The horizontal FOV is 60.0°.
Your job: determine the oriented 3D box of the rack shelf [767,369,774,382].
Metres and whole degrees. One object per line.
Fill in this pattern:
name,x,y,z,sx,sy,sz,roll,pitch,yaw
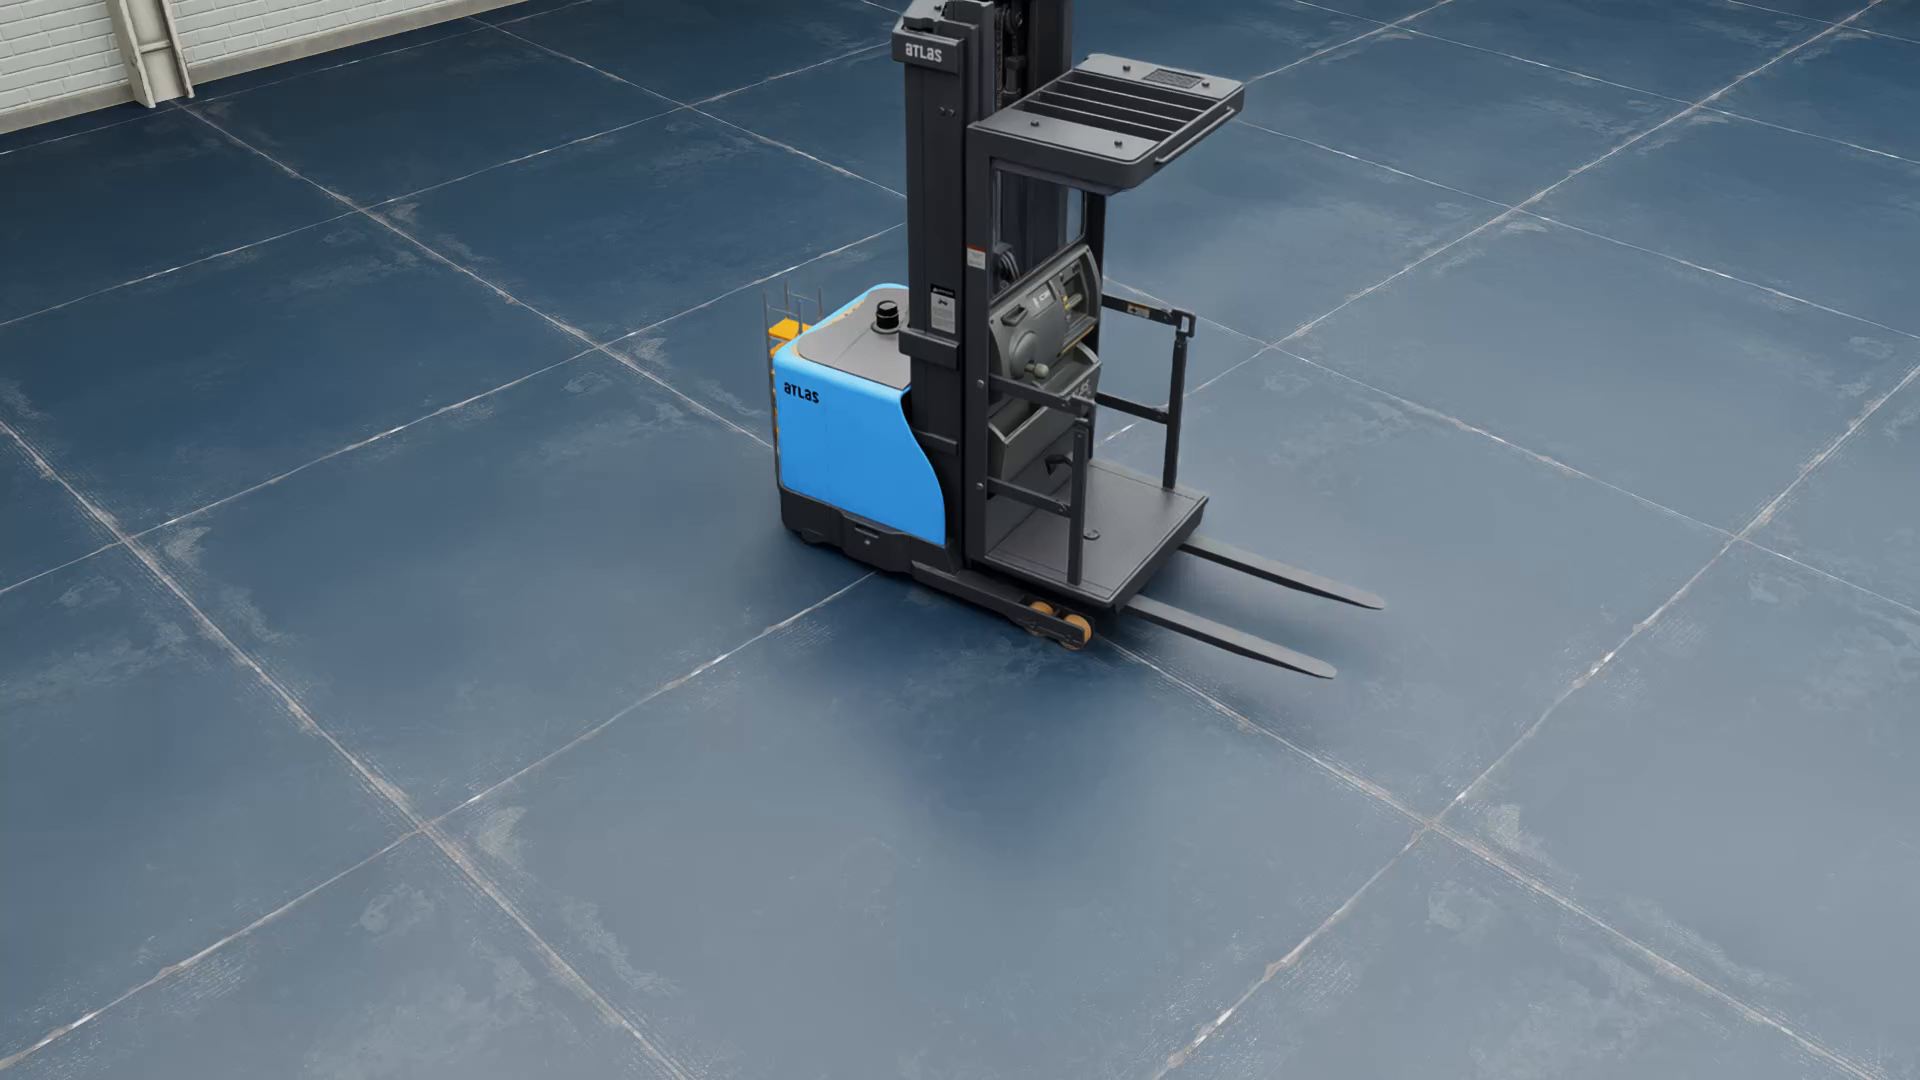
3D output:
rack shelf,-0.858,-0.853,8.782,0.258,0.103,0.180,19,39,25

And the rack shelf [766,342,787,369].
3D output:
rack shelf,-0.858,-0.951,8.714,0.258,0.103,0.180,19,39,25

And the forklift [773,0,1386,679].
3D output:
forklift,0.578,-1.024,7.647,3.031,2.935,1.130,20,40,26

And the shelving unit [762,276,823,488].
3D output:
shelving unit,-0.858,-0.791,8.826,0.258,1.200,0.189,19,39,25

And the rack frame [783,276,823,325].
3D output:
rack frame,-0.810,-0.836,8.890,0.240,1.200,0.006,19,39,25

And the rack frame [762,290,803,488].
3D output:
rack frame,-0.905,-0.746,8.761,0.240,1.200,0.006,19,39,25

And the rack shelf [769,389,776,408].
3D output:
rack shelf,-0.858,-0.754,8.851,0.258,0.103,0.180,19,39,25

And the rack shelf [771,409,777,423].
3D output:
rack shelf,-0.858,-0.656,8.920,0.258,0.103,0.180,19,39,25

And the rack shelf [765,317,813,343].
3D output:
rack shelf,-0.858,-1.050,8.645,0.258,0.103,0.180,19,39,25

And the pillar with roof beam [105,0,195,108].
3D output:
pillar with roof beam,-3.704,-5.715,9.068,9.100,9.000,0.400,30,45,35

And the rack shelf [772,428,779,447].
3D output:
rack shelf,-0.858,-0.557,8.988,0.258,0.103,0.180,19,39,25
